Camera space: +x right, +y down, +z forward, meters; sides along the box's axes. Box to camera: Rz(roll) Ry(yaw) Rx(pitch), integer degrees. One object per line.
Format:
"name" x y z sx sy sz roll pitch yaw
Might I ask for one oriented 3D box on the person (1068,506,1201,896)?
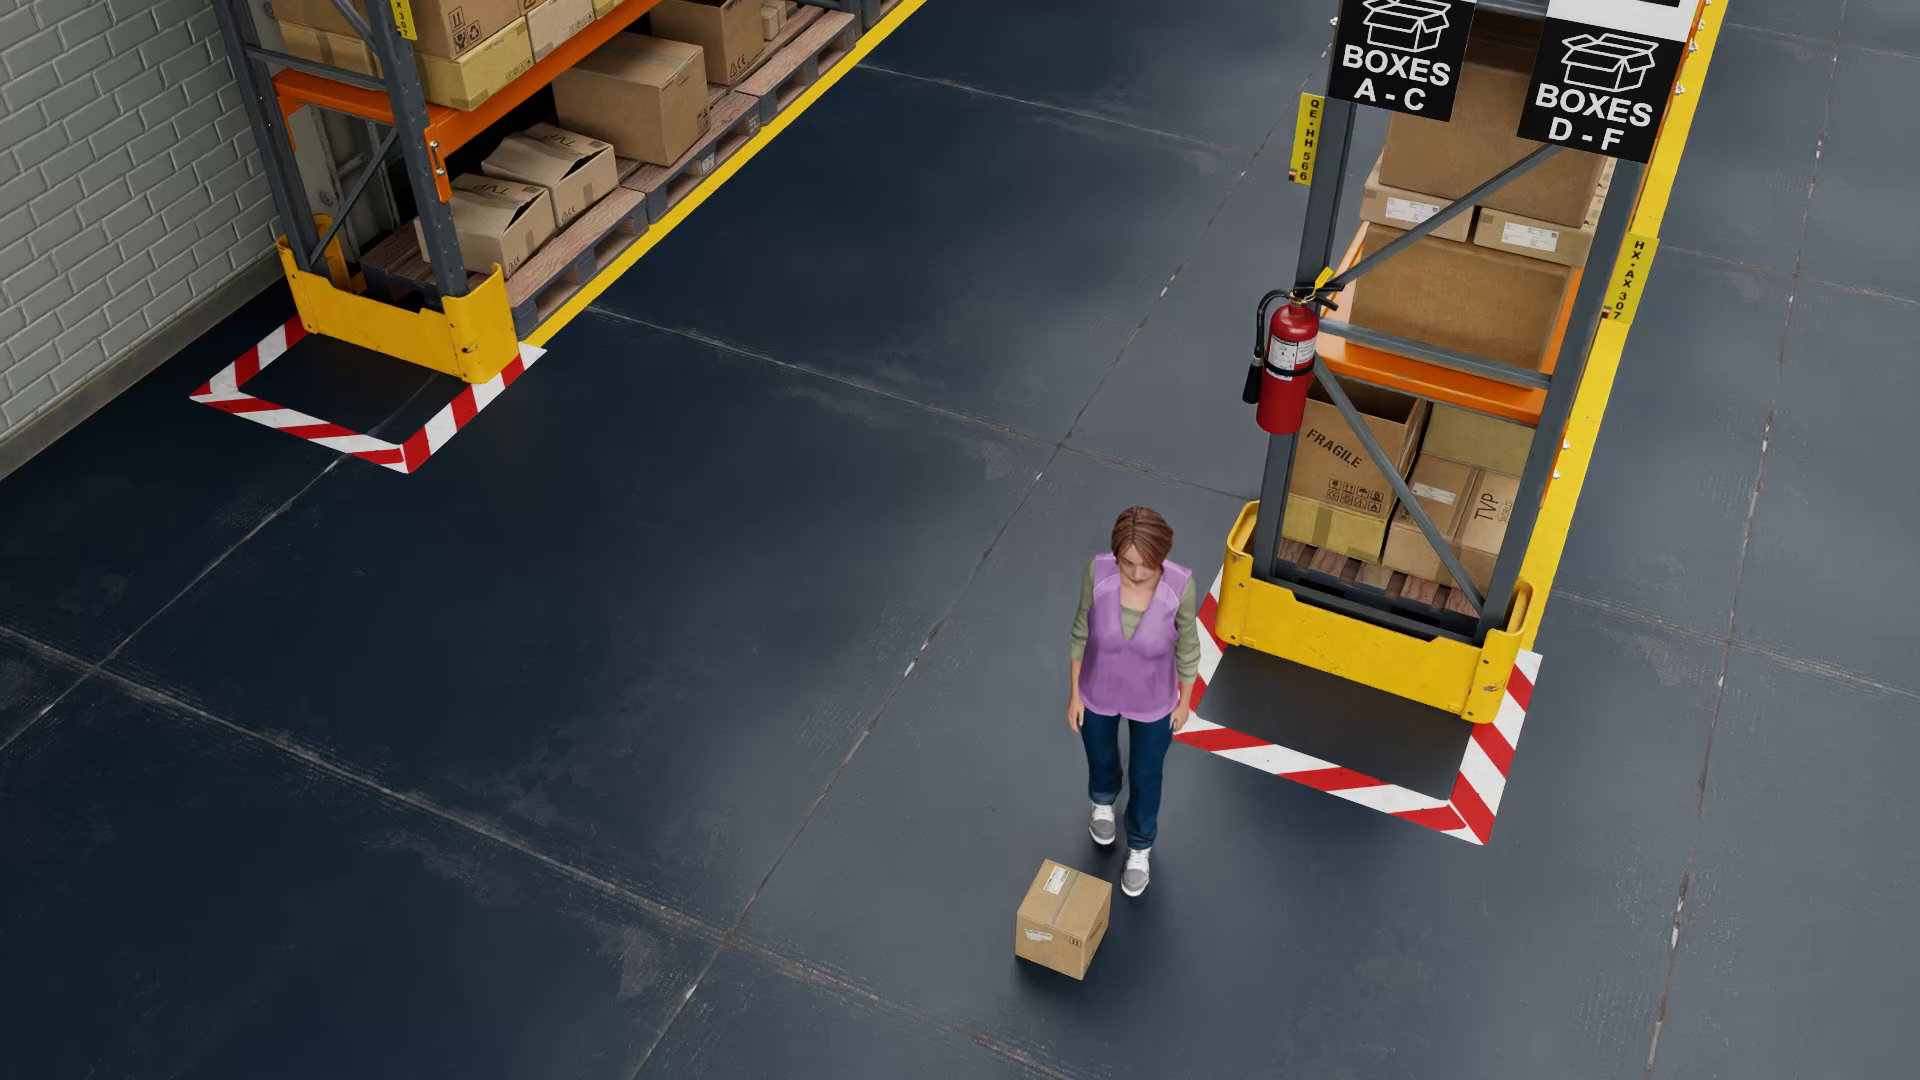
"person" 0.572 0.525 5.590 0.430 1.612 0.460 10 43 10
